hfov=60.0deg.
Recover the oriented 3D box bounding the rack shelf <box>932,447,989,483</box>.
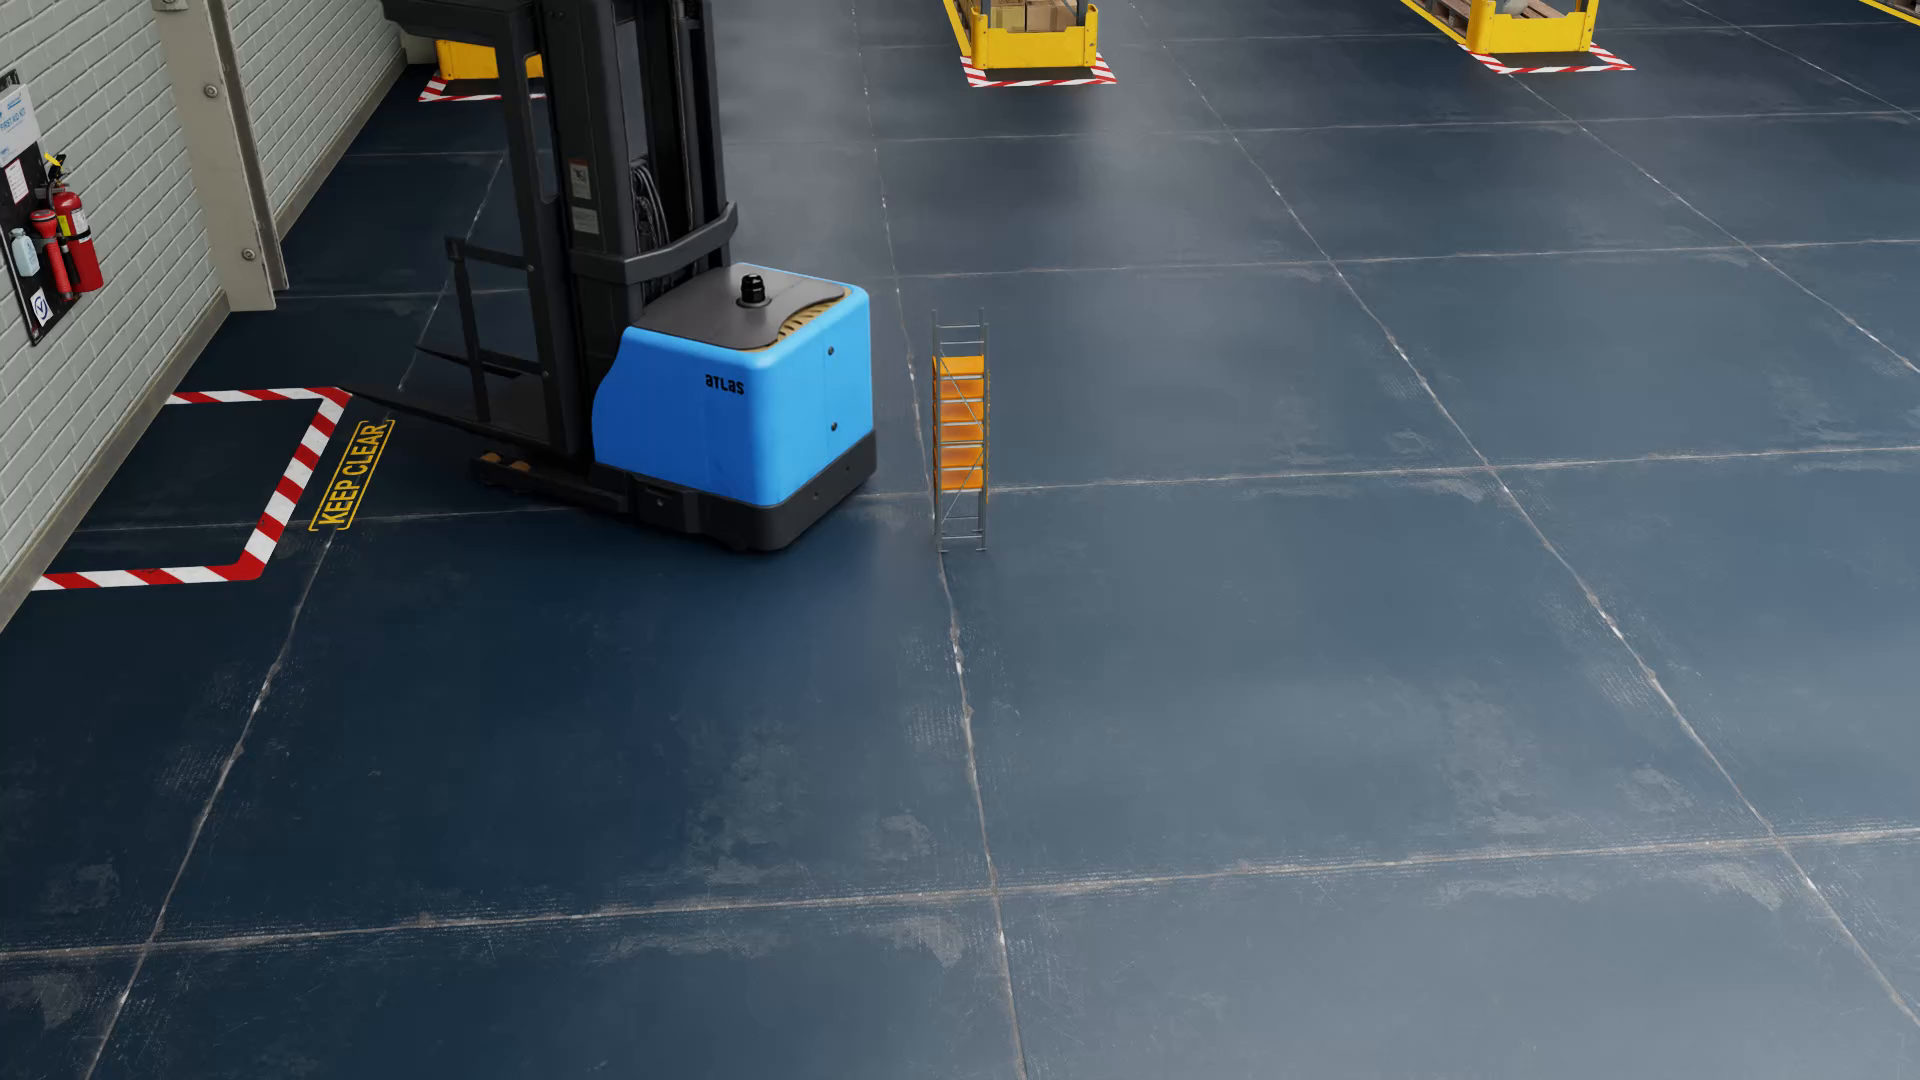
[{"bbox_3d":[0.001,-0.367,8.014,0.258,0.103,0.180,-3,31,-5],"label":"rack shelf"}]

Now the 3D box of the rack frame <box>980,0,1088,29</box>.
[{"bbox_3d":[0.696,-5.855,15.127,1.000,3.000,0.127,-3,31,-5],"label":"rack frame"}]

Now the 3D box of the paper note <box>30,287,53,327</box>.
[{"bbox_3d":[-4.461,-1.133,8.080,0.016,0.148,0.142,-3,31,-5],"label":"paper note"}]

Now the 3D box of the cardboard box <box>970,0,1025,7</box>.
[{"bbox_3d":[0.350,-5.436,15.966,0.500,0.500,0.500,-3,31,-5],"label":"cardboard box"}]

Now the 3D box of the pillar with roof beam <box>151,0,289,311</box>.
[{"bbox_3d":[-0.315,-5.650,8.933,9.100,9.000,0.400,-3,31,-5],"label":"pillar with roof beam"}]

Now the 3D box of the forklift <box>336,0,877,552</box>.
[{"bbox_3d":[-1.984,-1.723,8.277,3.031,2.935,1.130,15,34,23],"label":"forklift"}]

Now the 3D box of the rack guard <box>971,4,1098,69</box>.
[{"bbox_3d":[0.699,-4.769,15.747,1.175,0.500,0.348,-3,31,-5],"label":"rack guard"}]

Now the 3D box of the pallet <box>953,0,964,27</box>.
[{"bbox_3d":[0.472,-5.667,17.532,1.003,0.211,1.213,-3,31,-5],"label":"pallet"}]

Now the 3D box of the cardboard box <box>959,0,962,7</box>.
[{"bbox_3d":[0.245,-5.624,17.012,0.500,0.250,0.500,-3,31,-5],"label":"cardboard box"}]

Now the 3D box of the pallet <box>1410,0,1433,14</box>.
[{"bbox_3d":[5.393,-5.966,18.032,1.003,0.211,1.213,-3,31,-5],"label":"pallet"}]

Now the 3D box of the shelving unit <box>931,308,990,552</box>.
[{"bbox_3d":[0.001,-0.508,7.930,0.258,1.200,0.189,-3,31,-5],"label":"shelving unit"}]

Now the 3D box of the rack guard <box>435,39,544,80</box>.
[{"bbox_3d":[-4.242,-4.581,15.432,1.175,0.500,0.348,-3,31,-5],"label":"rack guard"}]

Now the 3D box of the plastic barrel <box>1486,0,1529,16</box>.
[{"bbox_3d":[5.491,-5.535,16.607,0.421,0.512,0.421,0,31,0],"label":"plastic barrel"}]

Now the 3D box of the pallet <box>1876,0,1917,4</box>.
[{"bbox_3d":[10.401,-6.207,18.436,1.003,0.211,1.213,-3,31,-5],"label":"pallet"}]

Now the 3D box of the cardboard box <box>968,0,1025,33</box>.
[{"bbox_3d":[0.352,-5.114,16.159,0.500,0.250,0.500,-3,31,-5],"label":"cardboard box"}]

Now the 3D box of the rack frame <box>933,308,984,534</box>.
[{"bbox_3d":[-0.007,-0.554,8.008,0.240,1.200,0.006,-3,31,-5],"label":"rack frame"}]

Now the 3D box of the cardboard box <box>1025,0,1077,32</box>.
[{"bbox_3d":[0.868,-5.139,16.200,0.500,0.250,0.500,-3,31,-5],"label":"cardboard box"}]

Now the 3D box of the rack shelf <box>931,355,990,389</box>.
[{"bbox_3d":[0.001,-0.779,7.768,0.258,0.103,0.180,-3,31,-5],"label":"rack shelf"}]

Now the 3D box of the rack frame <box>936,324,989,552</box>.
[{"bbox_3d":[0.010,-0.461,7.852,0.240,1.200,0.006,-3,31,-5],"label":"rack frame"}]

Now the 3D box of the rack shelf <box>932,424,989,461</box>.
[{"bbox_3d":[0.001,-0.470,7.953,0.258,0.103,0.180,-3,31,-5],"label":"rack shelf"}]

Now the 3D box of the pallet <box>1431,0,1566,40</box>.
[{"bbox_3d":[5.504,-5.344,16.992,1.003,0.211,1.213,-3,31,-5],"label":"pallet"}]

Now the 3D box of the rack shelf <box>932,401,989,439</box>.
[{"bbox_3d":[0.001,-0.573,7.891,0.258,0.103,0.180,-3,31,-5],"label":"rack shelf"}]

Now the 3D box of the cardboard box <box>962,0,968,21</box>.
[{"bbox_3d":[0.293,-5.369,16.585,0.500,0.250,0.500,-3,31,-5],"label":"cardboard box"}]

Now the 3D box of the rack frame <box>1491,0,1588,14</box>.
[{"bbox_3d":[5.628,-6.090,15.521,1.000,3.000,0.127,-3,31,-5],"label":"rack frame"}]

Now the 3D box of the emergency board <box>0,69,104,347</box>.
[{"bbox_3d":[-4.408,-1.605,8.011,0.194,1.169,0.643,-3,31,-5],"label":"emergency board"}]

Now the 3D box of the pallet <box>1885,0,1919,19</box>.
[{"bbox_3d":[10.512,-5.585,17.395,1.003,0.211,1.213,-3,31,-5],"label":"pallet"}]

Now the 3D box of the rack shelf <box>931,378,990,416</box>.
[{"bbox_3d":[0.001,-0.676,7.830,0.258,0.103,0.180,-3,31,-5],"label":"rack shelf"}]

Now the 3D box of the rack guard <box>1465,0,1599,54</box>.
[{"bbox_3d":[5.574,-5.053,16.223,1.175,0.500,0.348,-3,31,-5],"label":"rack guard"}]

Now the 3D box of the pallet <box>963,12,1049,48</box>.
[{"bbox_3d":[0.583,-5.046,16.492,1.003,0.211,1.213,-3,31,-5],"label":"pallet"}]

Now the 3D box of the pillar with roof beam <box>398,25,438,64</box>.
[{"bbox_3d":[-0.876,-8.713,14.062,9.100,9.000,0.400,-3,31,-5],"label":"pillar with roof beam"}]

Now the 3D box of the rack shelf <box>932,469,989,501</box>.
[{"bbox_3d":[0.001,-0.264,8.076,0.258,0.103,0.180,-3,31,-5],"label":"rack shelf"}]
